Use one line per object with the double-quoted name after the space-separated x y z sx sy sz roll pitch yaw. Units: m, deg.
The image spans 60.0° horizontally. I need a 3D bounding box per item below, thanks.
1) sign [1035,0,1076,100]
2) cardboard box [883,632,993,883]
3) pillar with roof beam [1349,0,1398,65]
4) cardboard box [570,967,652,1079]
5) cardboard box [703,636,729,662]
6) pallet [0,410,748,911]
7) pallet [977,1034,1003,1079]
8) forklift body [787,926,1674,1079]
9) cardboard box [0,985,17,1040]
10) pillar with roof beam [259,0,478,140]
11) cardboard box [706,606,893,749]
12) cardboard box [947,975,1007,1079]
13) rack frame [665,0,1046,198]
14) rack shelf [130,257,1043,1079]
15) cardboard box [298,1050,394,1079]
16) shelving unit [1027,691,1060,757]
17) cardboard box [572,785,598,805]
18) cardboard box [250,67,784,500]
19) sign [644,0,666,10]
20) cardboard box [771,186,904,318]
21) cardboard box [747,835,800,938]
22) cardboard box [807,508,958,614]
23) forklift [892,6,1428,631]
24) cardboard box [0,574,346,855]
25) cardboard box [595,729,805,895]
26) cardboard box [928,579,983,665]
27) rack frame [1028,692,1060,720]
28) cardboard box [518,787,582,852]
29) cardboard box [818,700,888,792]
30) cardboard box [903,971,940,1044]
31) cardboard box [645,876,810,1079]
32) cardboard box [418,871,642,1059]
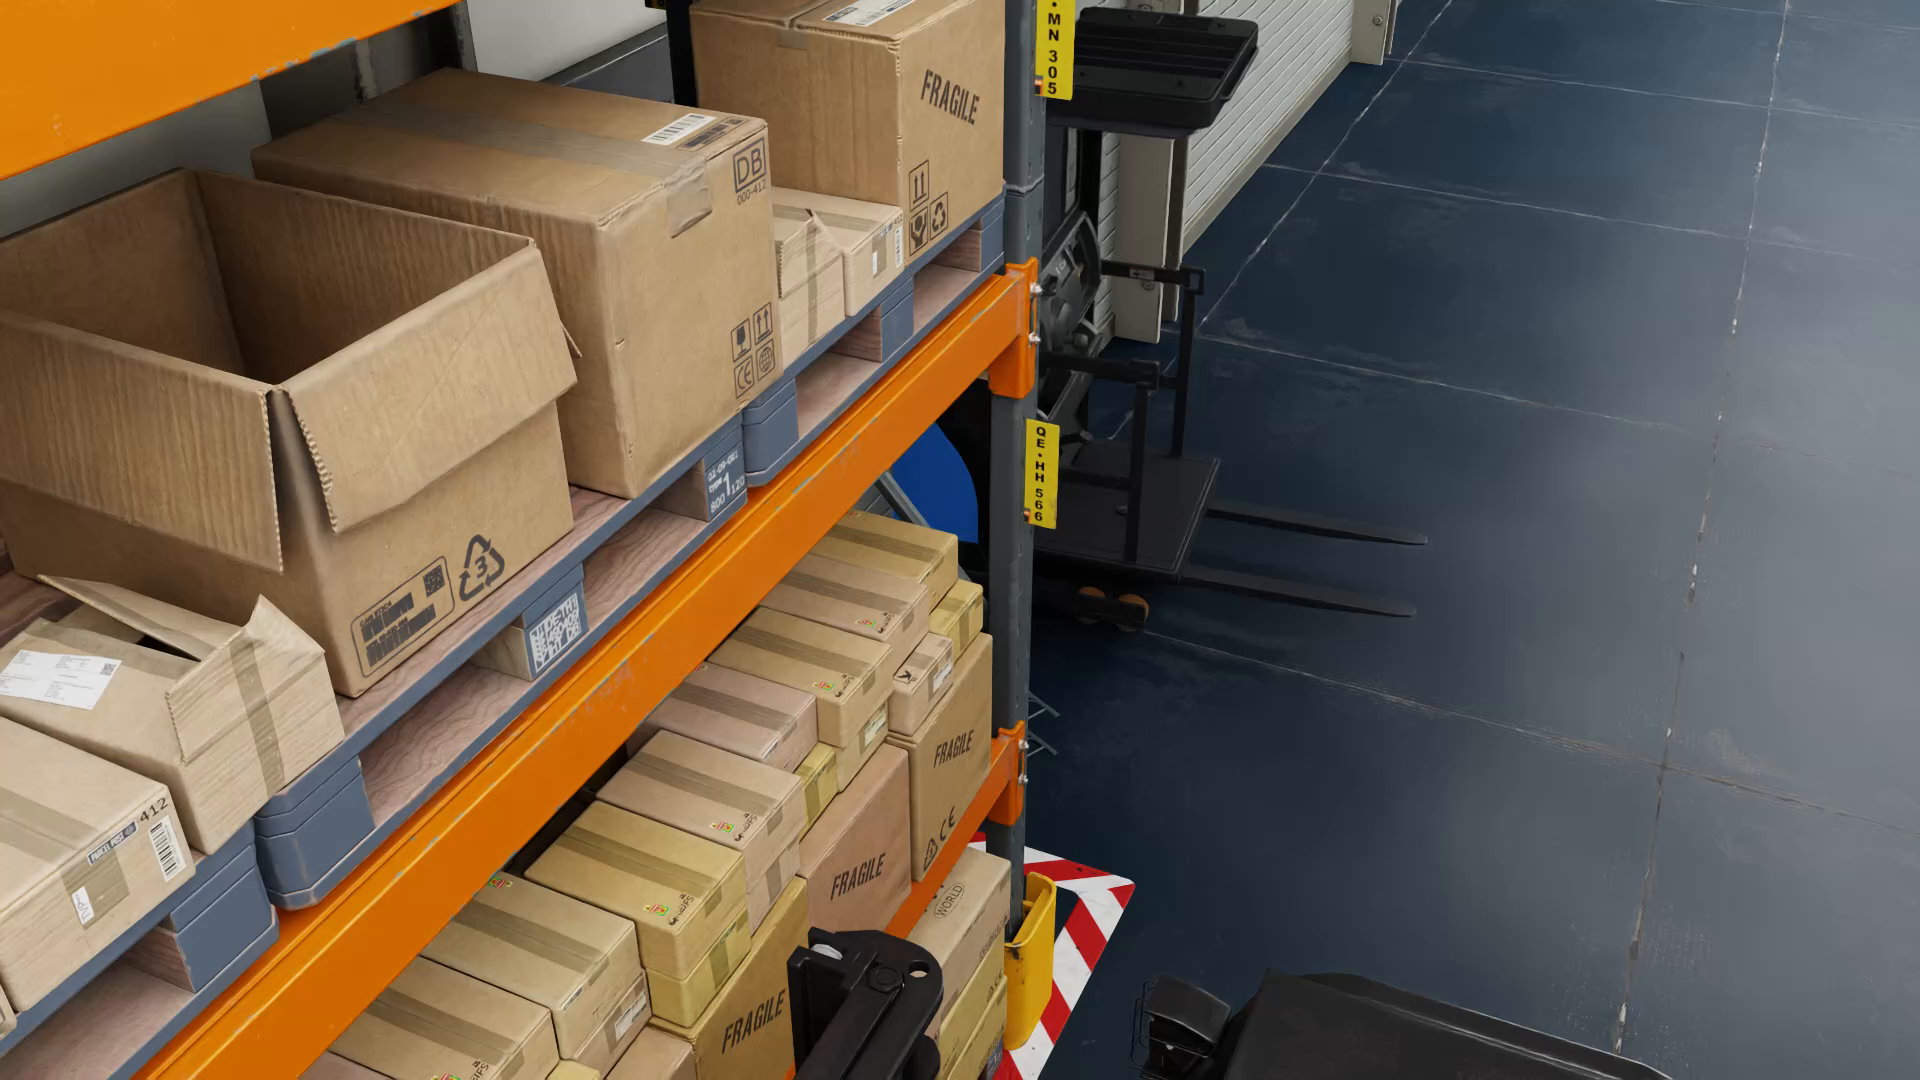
0.218 -1.185 3.851 0.100 0.325 0.005 14 36 20 "sign"
-0.237 0.538 4.602 0.500 0.500 0.500 13 36 19 "cardboard box"
7.552 -7.083 10.845 9.100 9.000 0.400 14 36 20 "pillar with roof beam"
-0.861 0.947 3.388 0.380 0.149 0.250 14 36 20 "cardboard box"
-0.804 0.334 4.323 0.380 0.149 0.250 14 36 20 "cardboard box"
-1.098 0.014 2.839 1.003 0.211 1.213 14 36 20 "pallet"
-0.551 1.831 5.264 1.003 0.211 1.213 14 36 20 "pallet"
0.594 1.993 3.249 2.313 2.155 1.214 14 36 20 "forklift body"
-1.373 0.474 1.663 0.500 0.311 0.500 15 36 21 "cardboard box"
2.531 -1.106 1.731 9.100 9.000 0.400 14 36 20 "pillar with roof beam"
-0.387 0.331 4.056 0.380 0.149 0.250 15 36 22 "cardboard box"
-0.179 1.556 5.267 0.500 0.250 0.500 14 36 21 "cardboard box"
-0.269 -2.234 3.450 1.000 3.000 0.127 14 36 20 "rack frame"
-1.106 0.317 2.951 1.077 0.370 4.000 14 36 20 "rack shelf"
-1.073 1.079 2.915 0.380 0.149 0.250 14 36 20 "cardboard box"
0.027 0.646 7.067 0.258 0.210 0.900 -24 41 -32 "shelving unit"
-0.926 0.681 4.385 0.500 0.500 0.500 15 36 22 "cardboard box"
-0.752 -0.475 2.938 0.700 0.500 0.500 14 36 21 "cardboard box"
-0.771 -1.508 4.210 0.100 0.325 0.005 14 36 20 "sign"
-0.340 -0.610 3.463 0.380 0.149 0.250 13 35 19 "cardboard box"
-0.587 0.713 3.745 0.380 0.149 0.250 13 35 19 "cardboard box"
-0.228 0.064 4.463 0.380 0.149 0.250 14 36 21 "cardboard box"
0.669 -1.137 7.312 3.031 2.935 1.130 10 35 15 "forklift"
-1.046 0.182 2.150 0.396 0.266 0.258 13 36 19 "cardboard box"
-0.567 0.593 3.656 0.380 0.149 0.250 15 36 22 "cardboard box"
-0.160 0.199 4.529 0.380 0.149 0.250 15 36 21 "cardboard box"
0.027 0.561 7.010 0.240 0.006 0.900 -24 41 -32 "rack frame"
-1.140 0.561 3.977 0.380 0.149 0.250 15 36 21 "cardboard box"
-0.404 0.448 4.148 0.380 0.149 0.250 15 36 21 "cardboard box"
-0.387 1.388 4.611 0.500 0.250 0.500 15 36 21 "cardboard box"
-0.676 1.050 3.822 0.500 0.500 0.500 13 36 20 "cardboard box"
-0.864 0.829 3.295 0.380 0.149 0.250 15 36 21 "cardboard box"
